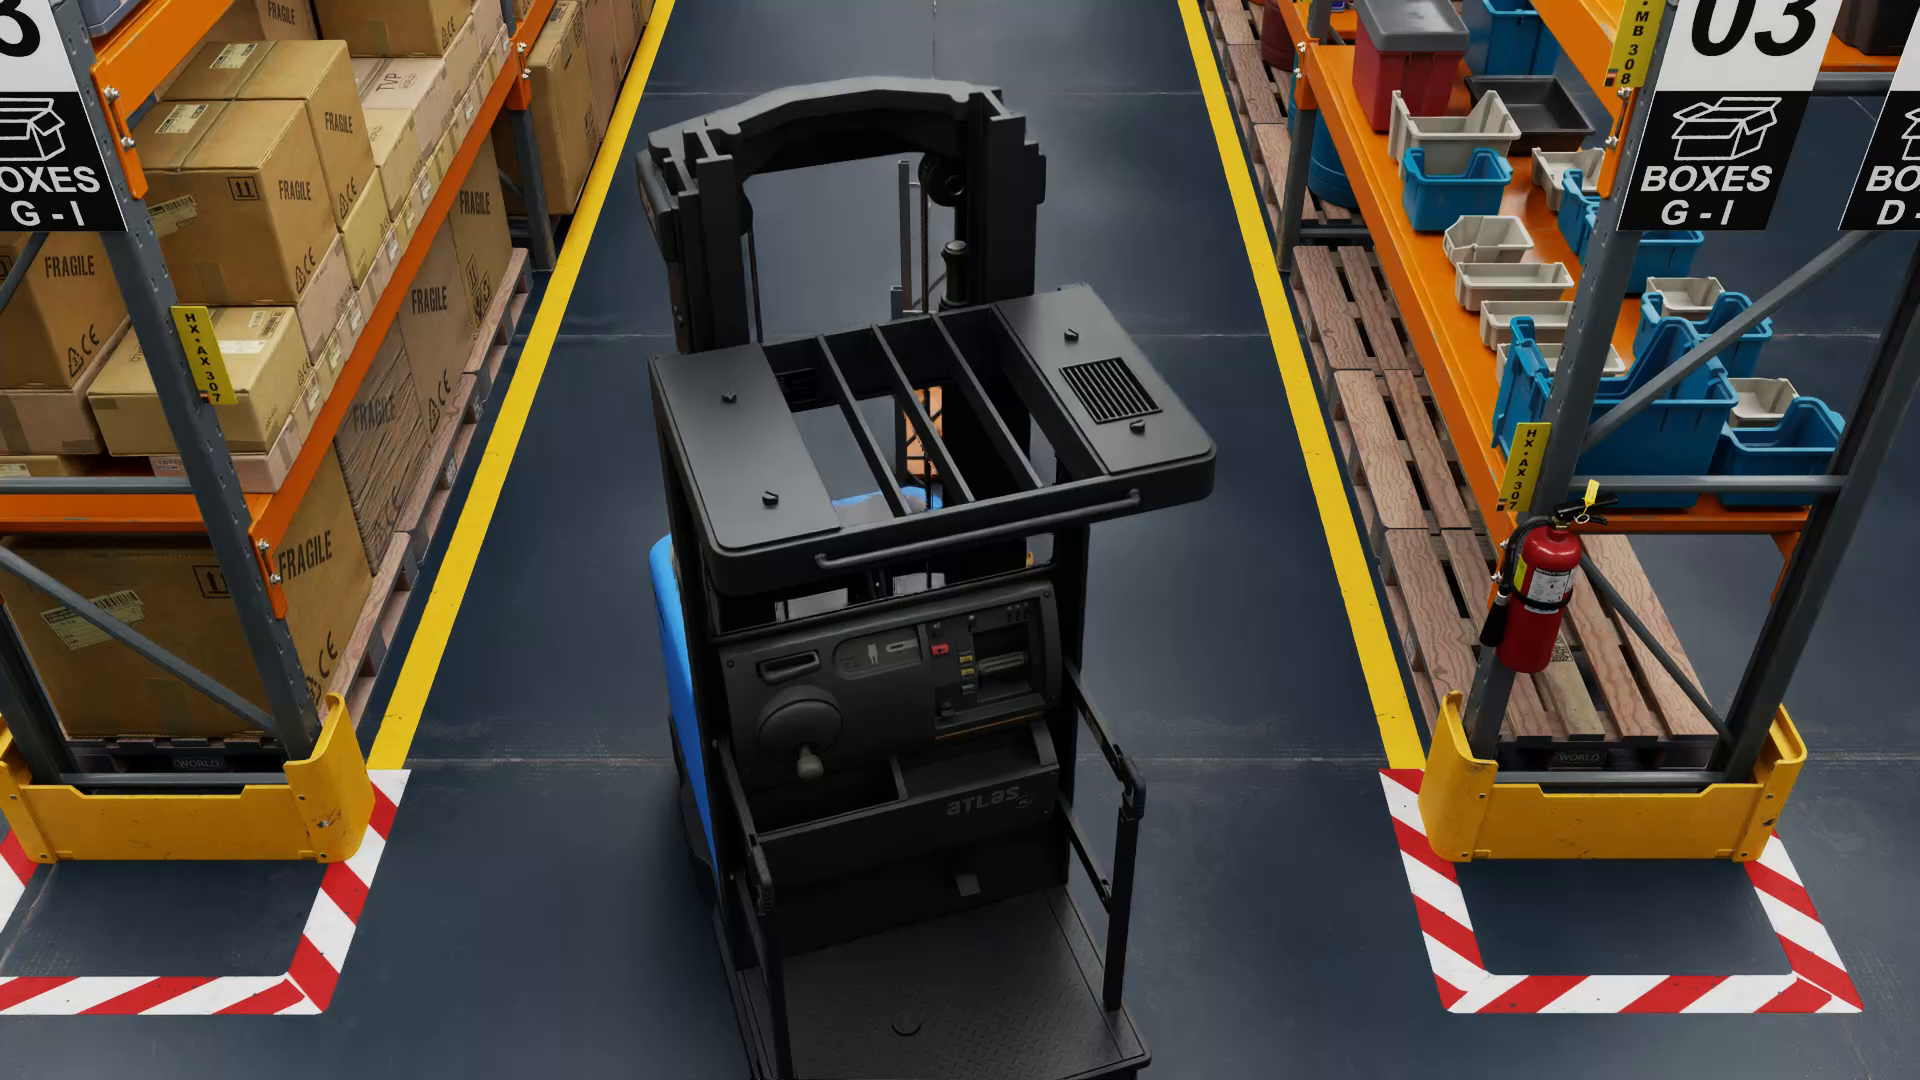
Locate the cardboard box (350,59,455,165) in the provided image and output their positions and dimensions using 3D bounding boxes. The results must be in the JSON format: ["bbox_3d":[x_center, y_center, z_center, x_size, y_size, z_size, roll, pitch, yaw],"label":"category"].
[{"bbox_3d":[-2.451,-1.799,6.979,0.500,0.250,0.500,1,39,1],"label":"cardboard box"}]

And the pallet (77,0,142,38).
[{"bbox_3d":[-2.725,-1.759,4.719,1.003,0.211,1.213,0,39,0],"label":"pallet"}]

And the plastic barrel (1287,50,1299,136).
[{"bbox_3d":[2.251,-2.792,9.678,0.600,0.901,0.708,0,39,0],"label":"plastic barrel"}]

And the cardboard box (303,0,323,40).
[{"bbox_3d":[-2.980,-2.403,7.132,0.500,0.500,0.500,0,39,0],"label":"cardboard box"}]

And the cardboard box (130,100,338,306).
[{"bbox_3d":[-2.444,-1.122,5.534,0.500,0.500,0.500,-1,39,-1],"label":"cardboard box"}]

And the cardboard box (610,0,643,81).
[{"bbox_3d":[-2.749,-3.508,10.592,1.225,0.875,0.875,0,39,0],"label":"cardboard box"}]

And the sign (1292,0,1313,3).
[{"bbox_3d":[1.685,-2.773,8.090,0.100,0.325,0.005,0,39,0],"label":"sign"}]

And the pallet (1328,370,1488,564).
[{"bbox_3d":[2.279,-0.351,7.520,1.003,0.211,1.213,0,39,0],"label":"pallet"}]

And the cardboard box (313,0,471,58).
[{"bbox_3d":[-2.454,-2.410,7.141,0.500,0.500,0.500,0,39,0],"label":"cardboard box"}]

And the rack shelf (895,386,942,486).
[{"bbox_3d":[0.000,-0.498,6.960,0.538,0.185,1.000,0,39,0],"label":"rack shelf"}]

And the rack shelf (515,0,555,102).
[{"bbox_3d":[-2.720,-3.631,9.957,1.077,0.370,4.000,0,39,0],"label":"rack shelf"}]

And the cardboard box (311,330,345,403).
[{"bbox_3d":[-2.386,-0.604,5.806,0.380,0.149,0.250,-1,39,-1],"label":"cardboard box"}]

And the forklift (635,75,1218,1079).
[{"bbox_3d":[-0.103,0.458,4.335,1.130,2.935,3.031,-12,40,-14],"label":"forklift"}]

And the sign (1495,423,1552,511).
[{"bbox_3d":[1.690,-0.216,4.990,0.100,0.325,0.005,0,39,0],"label":"sign"}]

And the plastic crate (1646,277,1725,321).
[{"bbox_3d":[2.650,-0.863,6.091,0.250,0.136,0.298,0,39,0],"label":"plastic crate"}]

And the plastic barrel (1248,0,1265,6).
[{"bbox_3d":[2.248,-4.177,11.463,0.600,0.830,0.708,0,39,0],"label":"plastic barrel"}]

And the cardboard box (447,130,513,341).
[{"bbox_3d":[-2.797,-1.583,8.189,0.875,0.875,0.875,0,39,0],"label":"cardboard box"}]

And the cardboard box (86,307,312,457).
[{"bbox_3d":[-2.444,-0.517,5.379,0.500,0.250,0.500,-1,39,-1],"label":"cardboard box"}]

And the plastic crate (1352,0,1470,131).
[{"bbox_3d":[1.985,-2.154,7.440,0.402,0.464,0.583,0,39,0],"label":"plastic crate"}]

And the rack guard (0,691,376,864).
[{"bbox_3d":[-2.713,0.831,5.813,1.175,0.500,0.348,0,39,0],"label":"rack guard"}]

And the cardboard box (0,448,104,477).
[{"bbox_3d":[-3.043,-0.284,5.406,0.380,0.149,0.250,1,39,1],"label":"cardboard box"}]

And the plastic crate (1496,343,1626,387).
[{"bbox_3d":[2.058,-0.593,5.754,0.396,0.136,0.243,0,39,0],"label":"plastic crate"}]

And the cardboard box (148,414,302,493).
[{"bbox_3d":[-2.384,-0.283,5.406,0.380,0.149,0.250,0,39,0],"label":"cardboard box"}]

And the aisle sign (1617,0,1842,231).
[{"bbox_3d":[1.947,-1.132,4.185,0.394,0.787,0.004,0,39,0],"label":"aisle sign"}]

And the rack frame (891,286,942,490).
[{"bbox_3d":[0.000,-0.321,6.451,0.500,1.500,0.032,0,39,0],"label":"rack frame"}]

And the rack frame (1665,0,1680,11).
[{"bbox_3d":[2.240,-2.504,3.178,1.000,3.000,0.127,0,39,0],"label":"rack frame"}]

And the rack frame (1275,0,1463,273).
[{"bbox_3d":[2.235,-2.664,8.176,1.000,3.000,0.127,0,39,0],"label":"rack frame"}]

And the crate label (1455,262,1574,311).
[{"bbox_3d":[2.047,-0.948,6.198,0.396,0.136,0.243,0,39,0],"label":"crate label"}]

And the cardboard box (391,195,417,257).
[{"bbox_3d":[-2.387,-1.245,6.606,0.380,0.149,0.250,-1,39,-1],"label":"cardboard box"}]

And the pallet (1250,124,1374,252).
[{"bbox_3d":[2.276,-2.059,9.650,1.003,0.211,1.213,0,39,0],"label":"pallet"}]

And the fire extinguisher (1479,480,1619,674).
[{"bbox_3d":[1.785,0.108,5.077,0.296,0.674,0.183,0,39,0],"label":"fire extinguisher"}]

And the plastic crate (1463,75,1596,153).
[{"bbox_3d":[2.505,-1.880,7.370,0.437,0.125,0.590,0,39,0],"label":"plastic crate"}]

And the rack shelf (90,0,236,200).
[{"bbox_3d":[-2.716,-2.300,5.898,1.077,0.370,4.000,0,39,0],"label":"rack shelf"}]

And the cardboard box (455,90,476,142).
[{"bbox_3d":[-2.389,-1.890,7.410,0.380,0.149,0.250,1,39,1],"label":"cardboard box"}]

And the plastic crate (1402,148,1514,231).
[{"bbox_3d":[1.981,-1.405,6.690,0.416,0.233,0.300,0,39,0],"label":"plastic crate"}]

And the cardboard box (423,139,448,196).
[{"bbox_3d":[-2.388,-1.568,7.009,0.380,0.149,0.250,-1,39,-1],"label":"cardboard box"}]

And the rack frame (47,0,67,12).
[{"bbox_3d":[-2.713,-2.500,3.174,1.000,3.000,0.127,0,39,0],"label":"rack frame"}]

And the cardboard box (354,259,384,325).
[{"bbox_3d":[-2.387,-0.926,6.208,0.380,0.149,0.250,-1,39,-1],"label":"cardboard box"}]

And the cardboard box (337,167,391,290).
[{"bbox_3d":[-2.448,-1.156,6.176,0.500,0.250,0.500,-1,39,-2],"label":"cardboard box"}]

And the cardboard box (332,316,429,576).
[{"bbox_3d":[-2.795,-0.463,6.793,0.875,0.875,0.875,0,39,0],"label":"cardboard box"}]

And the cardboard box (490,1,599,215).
[{"bbox_3d":[-2.739,-2.396,9.204,1.225,0.875,0.875,0,39,0],"label":"cardboard box"}]

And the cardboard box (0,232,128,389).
[{"bbox_3d":[-2.977,-0.814,5.149,0.500,0.500,0.500,0,39,1],"label":"cardboard box"}]

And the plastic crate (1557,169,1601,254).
[{"bbox_3d":[2.567,-1.287,6.543,0.416,0.233,0.300,0,39,0],"label":"plastic crate"}]

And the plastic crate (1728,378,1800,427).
[{"bbox_3d":[2.651,-0.439,5.561,0.250,0.136,0.298,0,39,0],"label":"plastic crate"}]

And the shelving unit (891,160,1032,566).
[{"bbox_3d":[0.000,-0.633,6.840,0.587,1.500,1.083,0,39,0],"label":"shelving unit"}]

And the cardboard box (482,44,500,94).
[{"bbox_3d":[-2.389,-2.211,7.811,0.380,0.149,0.250,1,39,1],"label":"cardboard box"}]

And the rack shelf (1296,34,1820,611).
[{"bbox_3d":[2.237,-1.133,6.840,1.077,0.370,4.000,0,39,0],"label":"rack shelf"}]

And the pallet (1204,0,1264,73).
[{"bbox_3d":[2.273,-3.584,11.554,1.003,0.211,1.213,0,39,0],"label":"pallet"}]

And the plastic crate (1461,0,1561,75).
[{"bbox_3d":[2.577,-2.390,7.798,0.392,0.384,0.575,0,39,0],"label":"plastic crate"}]

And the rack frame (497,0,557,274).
[{"bbox_3d":[-2.718,-2.661,8.171,1.000,3.000,0.127,0,39,0],"label":"rack frame"}]

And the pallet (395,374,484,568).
[{"bbox_3d":[-2.791,-0.332,7.495,1.003,0.211,1.213,0,39,0],"label":"pallet"}]

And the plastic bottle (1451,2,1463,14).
[{"bbox_3d":[2.559,-2.891,8.498,0.144,0.351,0.185,0,39,0],"label":"plastic bottle"}]

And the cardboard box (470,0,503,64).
[{"bbox_3d":[-2.455,-2.442,7.781,0.500,0.250,0.500,-1,39,-1],"label":"cardboard box"}]
